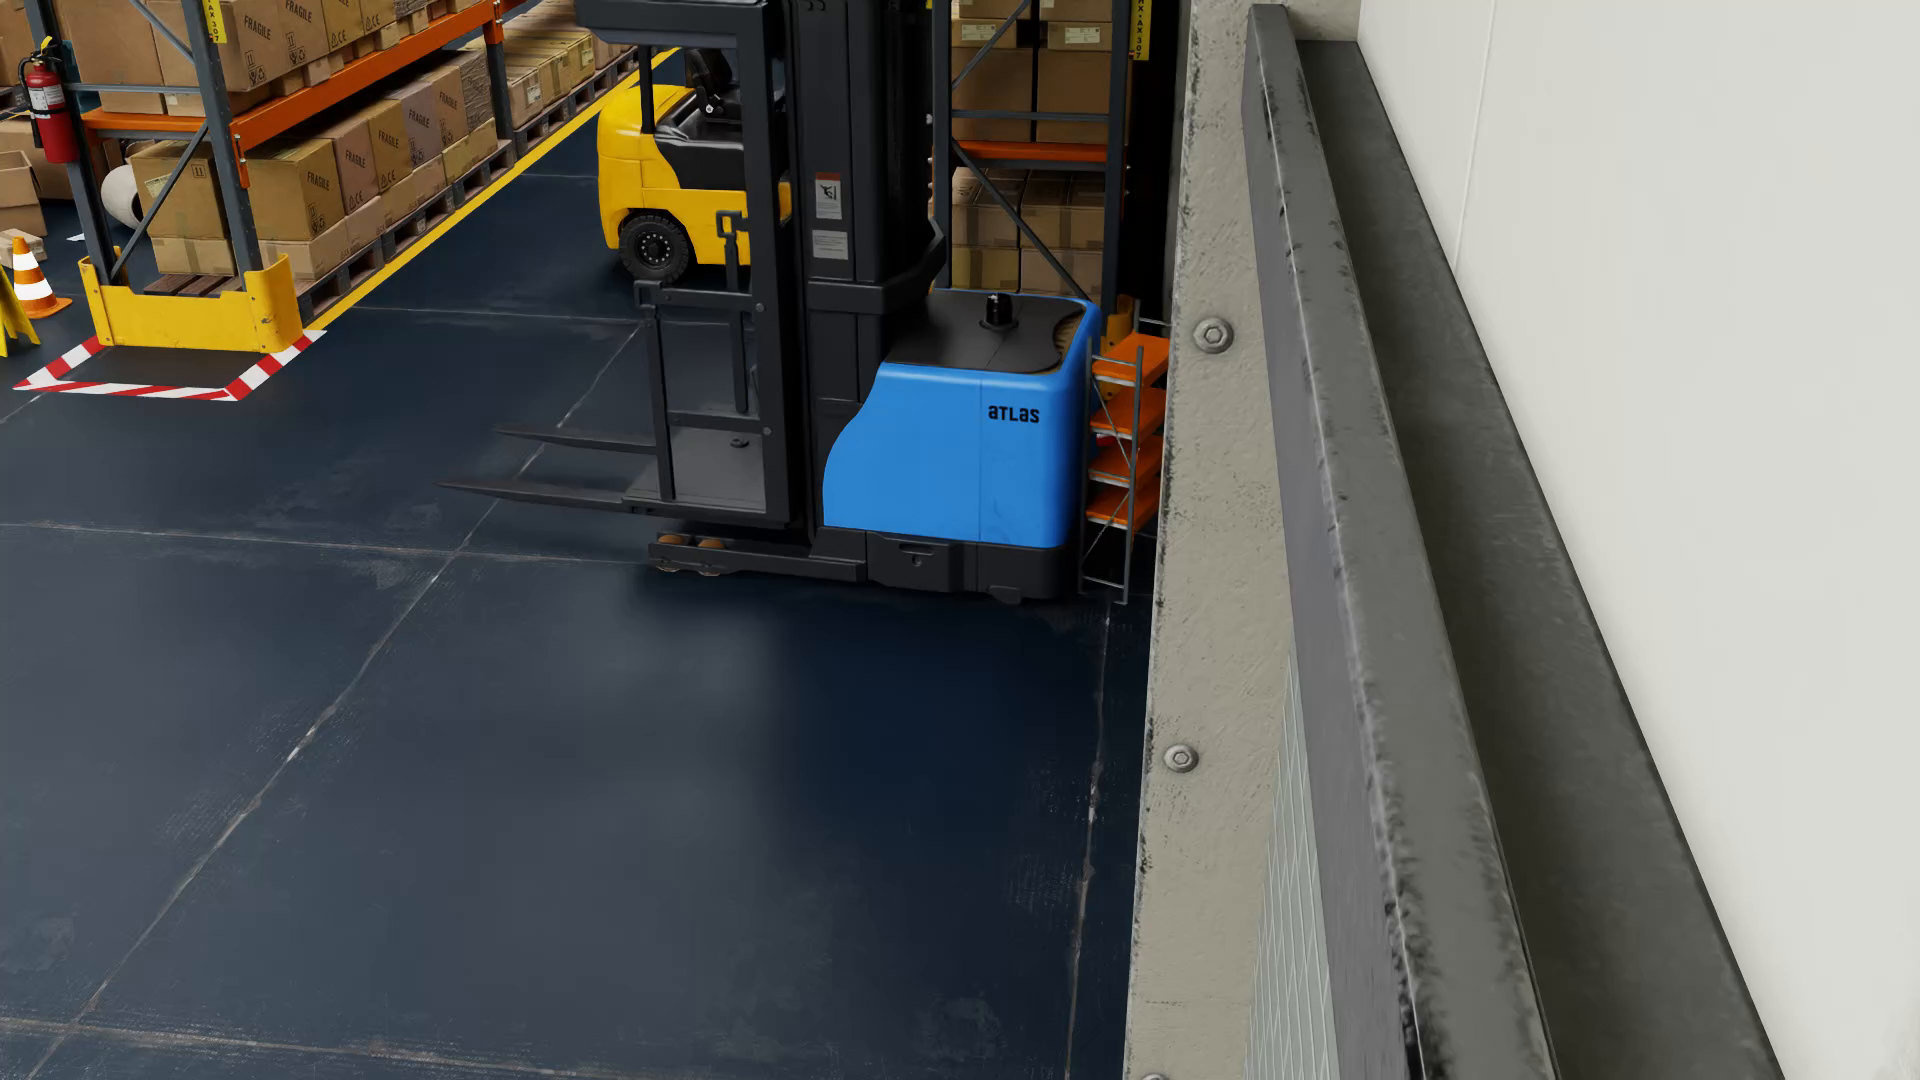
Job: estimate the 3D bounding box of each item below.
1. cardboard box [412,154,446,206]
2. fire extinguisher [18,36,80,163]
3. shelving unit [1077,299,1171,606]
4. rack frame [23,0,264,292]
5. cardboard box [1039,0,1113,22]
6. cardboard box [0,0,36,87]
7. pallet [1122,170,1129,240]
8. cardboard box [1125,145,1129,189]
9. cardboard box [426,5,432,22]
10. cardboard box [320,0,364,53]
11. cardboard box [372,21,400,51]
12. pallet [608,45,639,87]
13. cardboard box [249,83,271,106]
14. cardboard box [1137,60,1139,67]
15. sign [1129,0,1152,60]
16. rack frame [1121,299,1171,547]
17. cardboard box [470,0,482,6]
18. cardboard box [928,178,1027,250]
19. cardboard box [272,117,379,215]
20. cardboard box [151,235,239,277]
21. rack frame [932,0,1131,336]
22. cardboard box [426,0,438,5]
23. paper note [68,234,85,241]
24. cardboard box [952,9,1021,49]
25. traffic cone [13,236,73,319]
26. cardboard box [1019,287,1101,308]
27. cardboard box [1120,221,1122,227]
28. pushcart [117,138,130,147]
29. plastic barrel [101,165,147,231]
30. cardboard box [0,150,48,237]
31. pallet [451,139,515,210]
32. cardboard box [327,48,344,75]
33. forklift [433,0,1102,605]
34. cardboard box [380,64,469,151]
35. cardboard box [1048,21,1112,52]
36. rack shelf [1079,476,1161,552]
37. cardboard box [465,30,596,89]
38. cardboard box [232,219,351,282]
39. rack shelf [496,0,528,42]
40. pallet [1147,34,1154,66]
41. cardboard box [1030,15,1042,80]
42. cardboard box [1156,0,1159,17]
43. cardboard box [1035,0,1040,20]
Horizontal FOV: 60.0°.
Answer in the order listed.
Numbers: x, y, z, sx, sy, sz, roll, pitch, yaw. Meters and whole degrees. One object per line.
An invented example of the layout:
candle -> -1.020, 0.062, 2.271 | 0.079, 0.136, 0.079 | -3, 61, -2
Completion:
cardboard box -> -4.004, -2.568, 11.811 | 0.500, 0.250, 0.500 | 4, 29, 7
fire extinguisher -> -5.037, -2.434, 9.187 | 0.296, 0.674, 0.183 | 3, 28, 6
shelving unit -> 0.741, -0.374, 7.179 | 0.258, 1.200, 0.503 | 15, 32, 25
rack frame -> -4.566, -2.495, 9.219 | 1.000, 3.000, 0.127 | 3, 28, 6
cardboard box -> 0.614, -2.815, 8.709 | 0.380, 0.149, 0.250 | 3, 28, 5
cardboard box -> -8.892, -4.564, 14.988 | 1.050, 0.750, 0.750 | 3, 28, 6
pallet -> 0.712, -2.492, 12.153 | 1.003, 0.211, 1.213 | 3, 28, 6
cardboard box -> 0.884, -2.564, 11.275 | 0.500, 0.250, 0.500 | 3, 28, 6
cardboard box -> -3.990, -3.746, 11.806 | 0.380, 0.149, 0.250 | 3, 28, 5
cardboard box -> -4.111, -3.361, 10.407 | 0.500, 0.500, 0.500 | 3, 28, 5
cardboard box -> -3.991, -3.378, 11.123 | 0.380, 0.149, 0.250 | 4, 29, 7
pallet -> -3.683, -4.666, 16.188 | 1.003, 0.211, 1.213 | 3, 28, 6
cardboard box -> -4.302, -2.652, 9.775 | 0.380, 0.149, 0.250 | 4, 29, 7
cardboard box -> 0.867, -3.190, 10.404 | 0.500, 0.500, 0.500 | 4, 29, 7
sign -> 0.911, -2.589, 8.398 | 0.100, 0.325, 0.005 | 3, 28, 6
rack frame -> 0.858, -0.476, 7.368 | 0.240, 1.200, 0.015 | 15, 32, 25
cardboard box -> -3.813, -4.098, 12.460 | 0.380, 0.149, 0.250 | 3, 28, 6
cardboard box -> 0.108, -1.858, 9.438 | 0.500, 0.250, 0.500 | 4, 29, 8
cardboard box -> -4.131, -2.421, 10.747 | 0.500, 0.500, 0.500 | 2, 28, 4
cardboard box -> -4.731, -1.877, 10.528 | 0.500, 0.250, 0.500 | 3, 28, 6
rack frame -> 0.361, -2.209, 8.687 | 1.000, 3.000, 0.127 | 3, 28, 6
cardboard box -> -3.940, -4.087, 11.754 | 0.500, 0.500, 0.500 | 4, 29, 8
paper note -> -6.173, -2.135, 11.693 | 0.148, 0.019, 0.142 | 14, 31, 24
cardboard box -> 0.125, -2.718, 8.842 | 0.380, 0.149, 0.250 | 4, 29, 7
traffic cone -> -5.794, -1.656, 10.336 | 0.336, 0.463, 0.334 | 3, 28, 6
cardboard box -> 0.615, -1.403, 9.647 | 0.500, 0.250, 0.500 | 3, 29, 6
cardboard box -> 0.869, -2.351, 11.407 | 0.500, 0.250, 0.500 | 3, 29, 6
pushcart -> -6.345, -3.333, 13.538 | 1.648, 0.377, 0.936 | -6, 29, -11
plastic barrel -> -5.815, -2.421, 11.798 | 0.421, 0.421, 0.512 | -24, 36, -37
cardboard box -> -6.863, -2.370, 11.619 | 0.797, 0.503, 0.637 | -17, 33, -29
pallet -> -4.123, -2.832, 12.785 | 1.003, 0.211, 1.213 | 3, 28, 6
cardboard box -> -4.114, -3.013, 10.445 | 0.380, 0.149, 0.250 | 4, 29, 8
forklift -> -0.921, -1.362, 7.188 | 3.031, 2.935, 1.130 | 6, 29, 11
cardboard box -> -3.943, -3.149, 12.098 | 0.500, 0.500, 0.500 | 4, 29, 7
cardboard box -> 0.660, -2.683, 8.778 | 0.380, 0.149, 0.250 | 3, 28, 5
rack shelf -> 0.741, -0.141, 7.306 | 0.258, 0.148, 0.480 | 15, 32, 25
cardboard box -> -3.846, -4.319, 14.932 | 0.950, 0.372, 0.625 | 4, 29, 8
cardboard box -> -4.193, -1.833, 10.447 | 0.500, 0.250, 0.500 | 3, 28, 6
rack shelf -> -3.831, -5.003, 14.632 | 1.077, 0.370, 4.000 | 3, 28, 6
pallet -> 1.470, -5.096, 16.986 | 1.003, 0.211, 1.213 | 3, 28, 6
cardboard box -> 0.233, -2.743, 9.574 | 0.500, 0.500, 0.500 | 4, 29, 8
cardboard box -> 1.815, -5.719, 17.396 | 0.500, 0.500, 0.500 | 5, 29, 9
cardboard box -> 0.261, -3.074, 9.504 | 0.380, 0.149, 0.250 | 3, 28, 6
